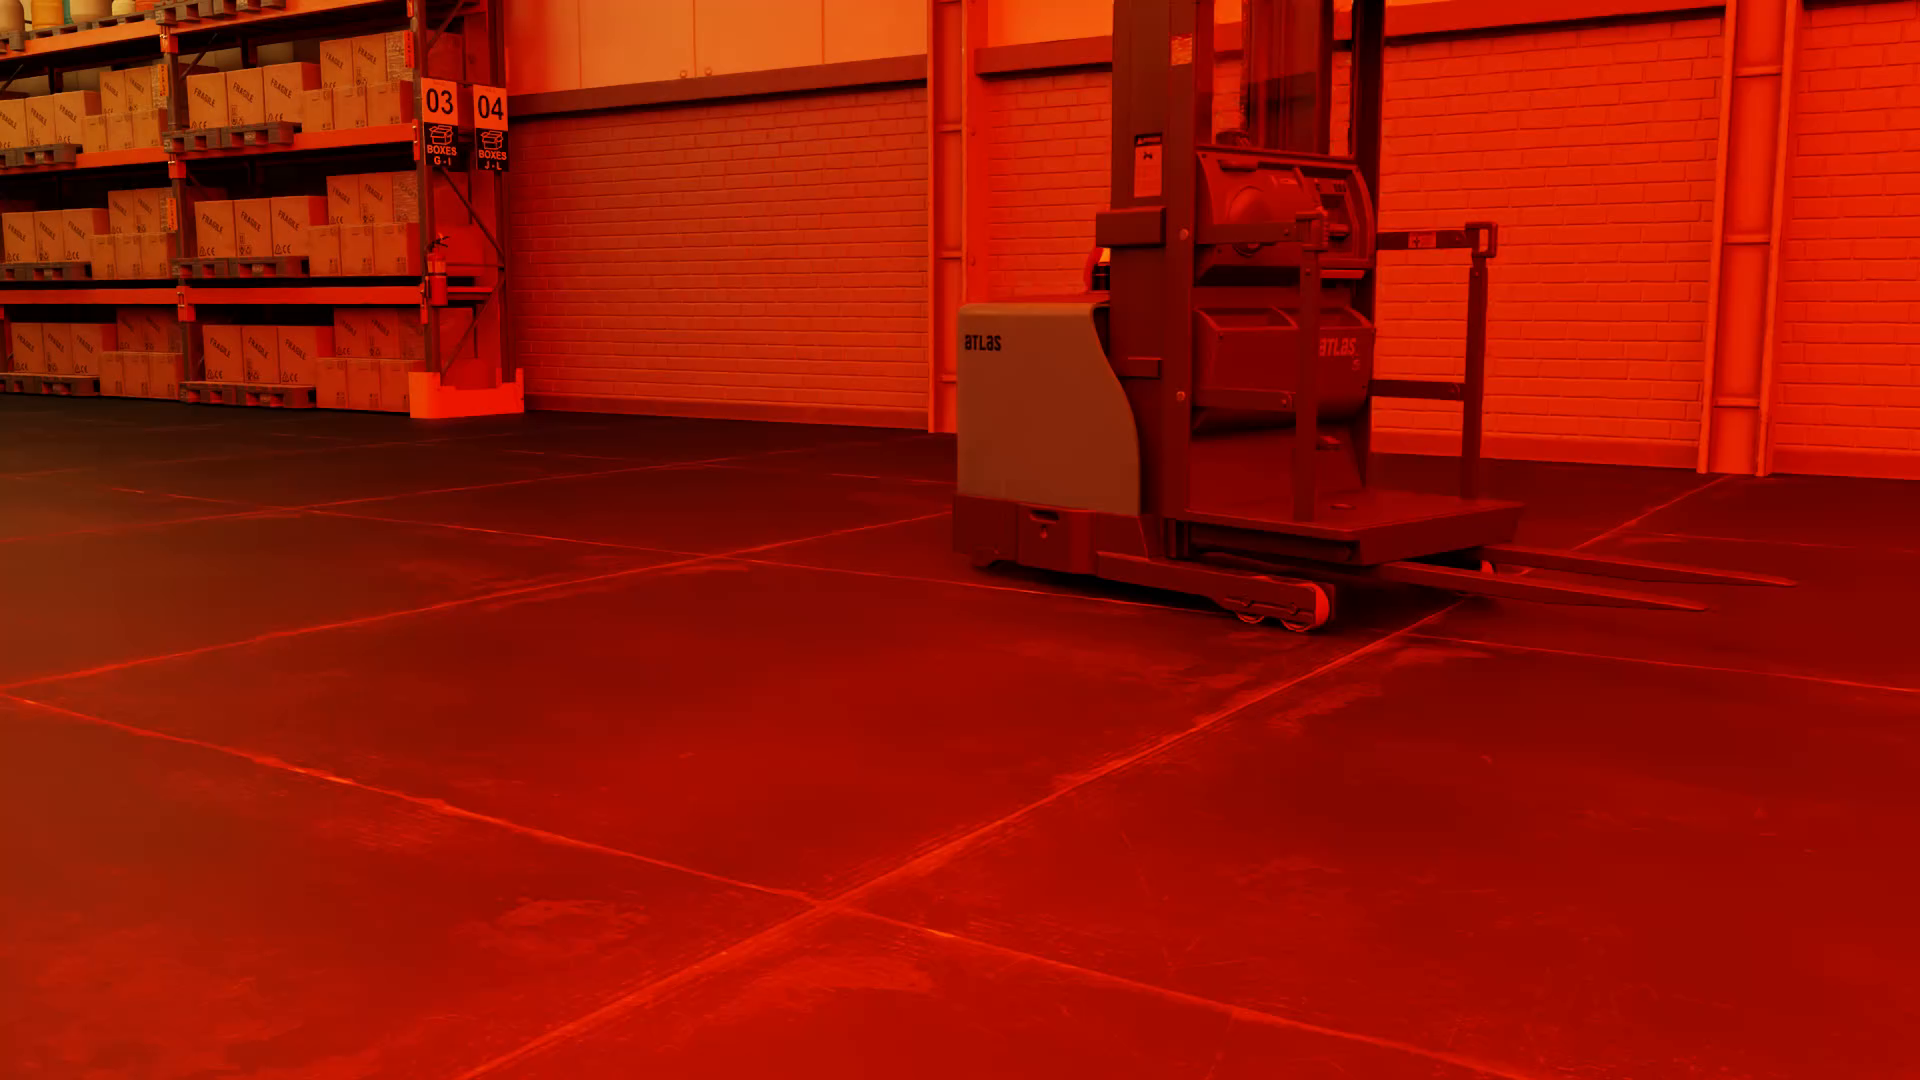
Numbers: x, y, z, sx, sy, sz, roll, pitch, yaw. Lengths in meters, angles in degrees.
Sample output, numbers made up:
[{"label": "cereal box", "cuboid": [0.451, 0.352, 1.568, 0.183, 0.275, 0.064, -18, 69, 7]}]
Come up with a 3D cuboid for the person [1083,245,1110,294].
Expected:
[{"label": "person", "cuboid": [0.827, -0.873, 7.839, 0.905, 1.736, 0.488, 7, 11, 42]}]

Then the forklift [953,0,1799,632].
[{"label": "forklift", "cuboid": [1.322, -1.227, 5.823, 1.130, 2.935, 3.031, -7, 11, -41]}]
